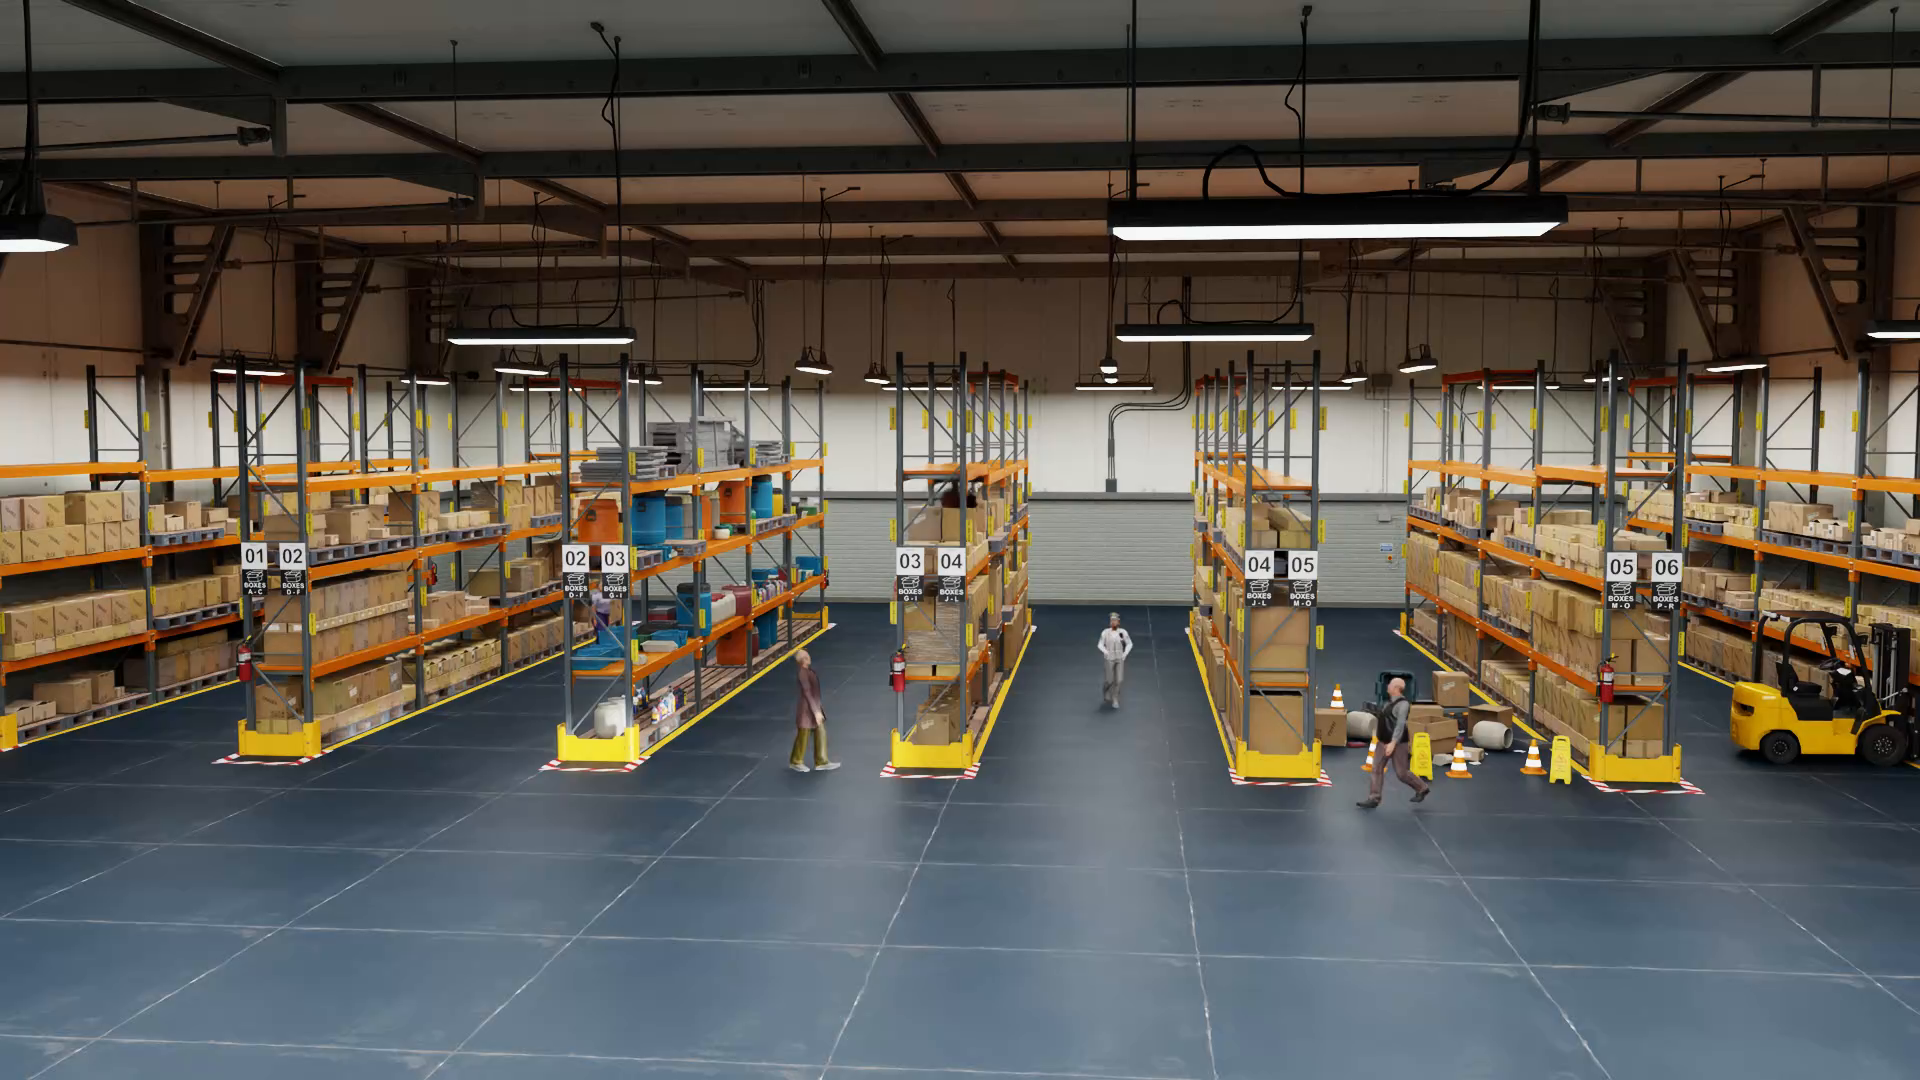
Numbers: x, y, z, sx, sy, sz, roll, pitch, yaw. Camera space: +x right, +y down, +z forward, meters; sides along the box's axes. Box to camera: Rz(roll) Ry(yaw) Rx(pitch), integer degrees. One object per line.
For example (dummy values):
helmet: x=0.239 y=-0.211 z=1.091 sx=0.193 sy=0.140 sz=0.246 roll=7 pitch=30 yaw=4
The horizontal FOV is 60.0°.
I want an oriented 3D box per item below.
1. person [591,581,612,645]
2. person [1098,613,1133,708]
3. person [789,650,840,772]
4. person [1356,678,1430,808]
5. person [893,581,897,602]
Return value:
person: x=-7.509 y=1.692 z=35.155 sx=0.546 sy=1.644 sz=0.532 roll=1 pitch=4 yaw=17
person: x=2.744 y=2.098 z=29.299 sx=0.603 sy=1.647 sz=0.623 roll=-1 pitch=4 yaw=-9
person: x=-2.122 y=2.444 z=23.773 sx=0.723 sy=1.760 sz=0.603 roll=1 pitch=4 yaw=18
person: x=5.628 y=2.627 z=21.519 sx=0.949 sy=1.697 sz=0.506 roll=-2 pitch=4 yaw=-23
person: x=-1.235 y=1.480 z=37.710 sx=0.602 sy=1.677 sz=1.034 roll=0 pitch=4 yaw=3
